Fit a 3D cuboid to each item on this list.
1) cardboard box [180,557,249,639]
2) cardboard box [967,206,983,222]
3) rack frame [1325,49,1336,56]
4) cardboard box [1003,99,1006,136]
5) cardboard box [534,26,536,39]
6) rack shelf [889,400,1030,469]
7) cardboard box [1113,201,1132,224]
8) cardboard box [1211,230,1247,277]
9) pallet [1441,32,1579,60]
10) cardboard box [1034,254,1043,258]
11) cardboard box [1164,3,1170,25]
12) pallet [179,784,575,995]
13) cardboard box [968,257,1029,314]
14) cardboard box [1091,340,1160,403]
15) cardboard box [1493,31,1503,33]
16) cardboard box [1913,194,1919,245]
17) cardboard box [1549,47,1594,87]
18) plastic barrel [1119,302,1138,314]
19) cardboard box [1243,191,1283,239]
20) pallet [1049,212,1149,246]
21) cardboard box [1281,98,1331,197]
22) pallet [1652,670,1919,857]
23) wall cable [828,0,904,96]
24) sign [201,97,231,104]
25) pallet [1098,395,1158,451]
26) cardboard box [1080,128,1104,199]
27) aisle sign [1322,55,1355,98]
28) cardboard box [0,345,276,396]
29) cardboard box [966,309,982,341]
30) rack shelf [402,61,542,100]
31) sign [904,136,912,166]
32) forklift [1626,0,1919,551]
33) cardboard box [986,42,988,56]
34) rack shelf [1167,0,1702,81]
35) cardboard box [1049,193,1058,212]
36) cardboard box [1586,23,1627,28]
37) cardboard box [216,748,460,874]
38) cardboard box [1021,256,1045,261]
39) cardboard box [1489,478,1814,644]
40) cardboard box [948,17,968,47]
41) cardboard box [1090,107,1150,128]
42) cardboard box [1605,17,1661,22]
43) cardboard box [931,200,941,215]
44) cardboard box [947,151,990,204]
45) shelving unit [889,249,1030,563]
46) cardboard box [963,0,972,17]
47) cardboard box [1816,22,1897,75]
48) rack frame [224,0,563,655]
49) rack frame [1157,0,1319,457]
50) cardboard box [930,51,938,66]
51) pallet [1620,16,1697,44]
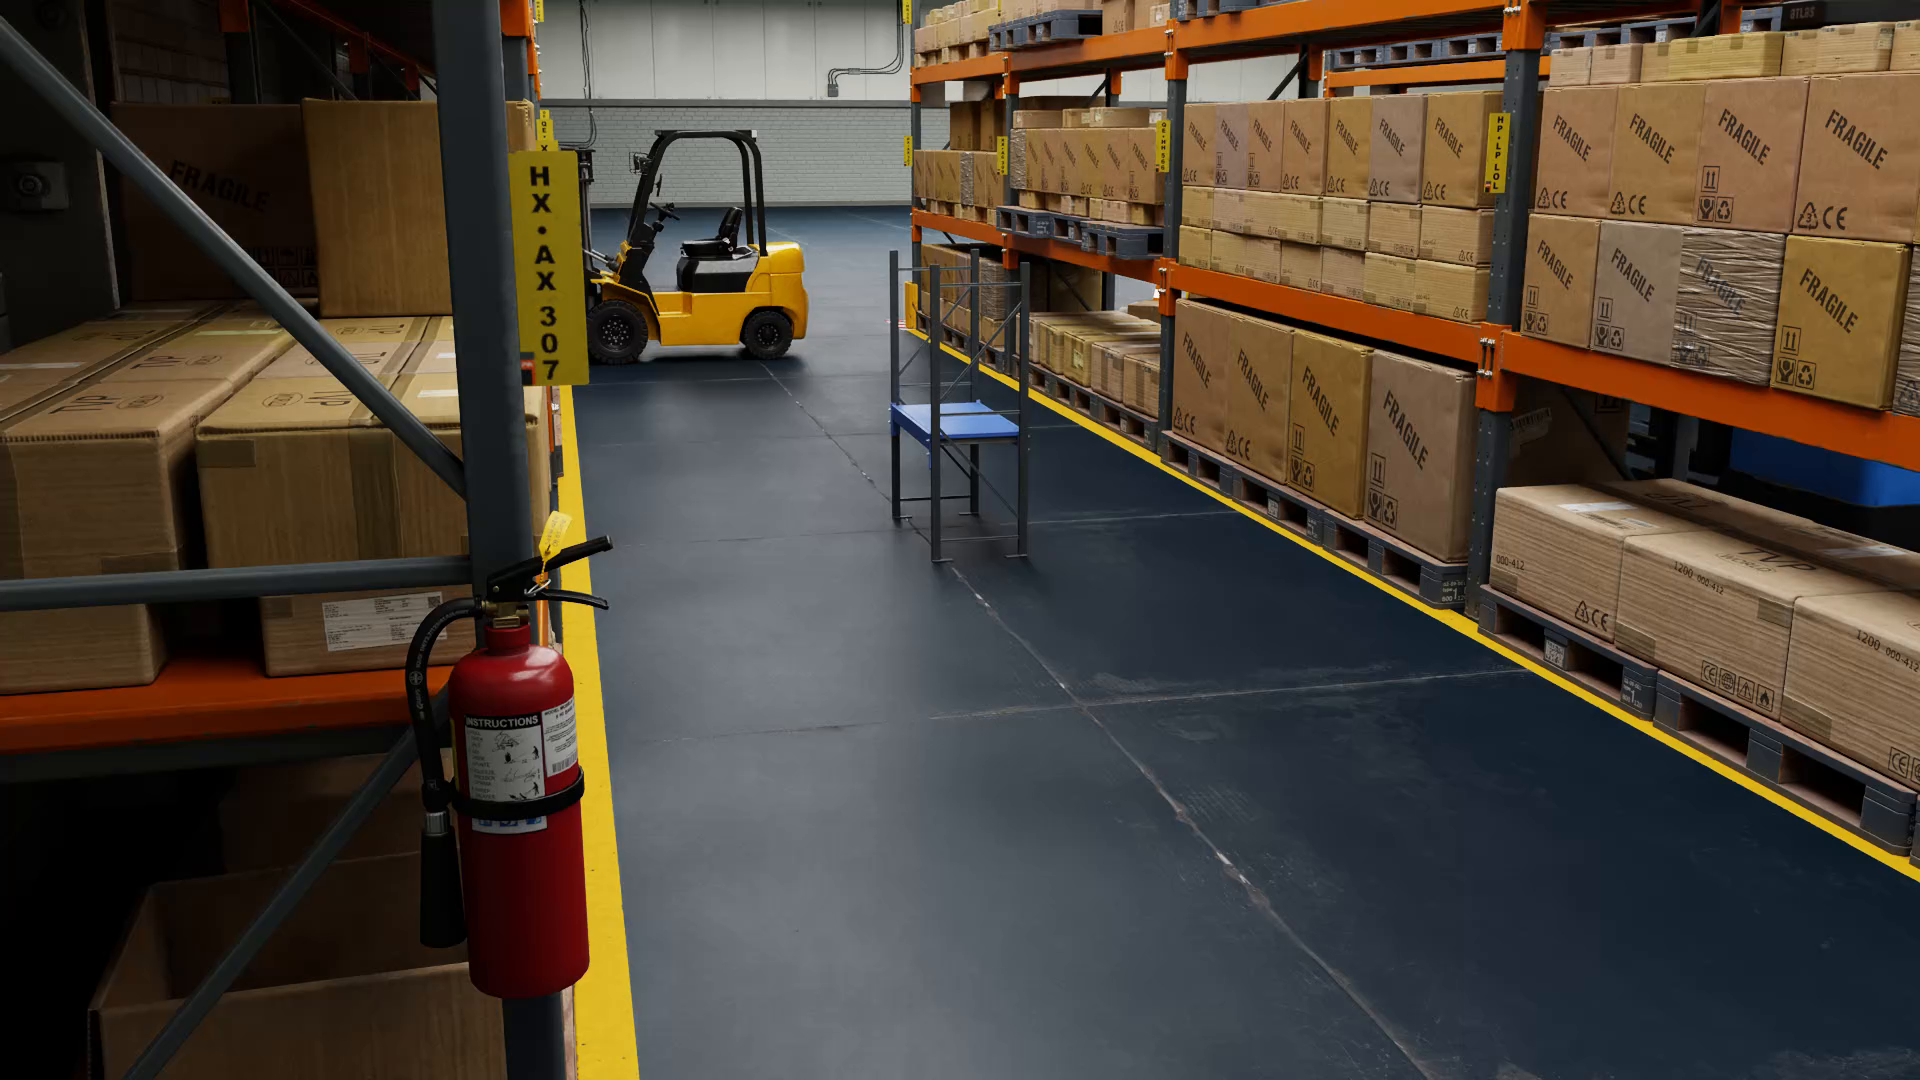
[{"bbox_3d":[-1.445,0.071,2.845,0.380,0.149,0.250,-3,14,-12],"label":"cardboard box"},{"bbox_3d":[0.286,-3.143,15.999,0.380,0.149,0.250,-3,14,-14],"label":"cardboard box"},{"bbox_3d":[4.748,-7.109,19.066,1.000,3.000,0.127,-3,14,-13],"label":"rack frame"},{"bbox_3d":[0.816,-4.002,16.043,0.700,0.500,0.500,-4,14,-14],"label":"cardboard box"},{"bbox_3d":[-4.523,-5.288,16.626,0.500,0.500,0.500,-3,14,-11],"label":"cardboard box"},{"bbox_3d":[-0.020,-0.574,8.872,0.538,0.185,1.000,-3,14,-13],"label":"rack shelf"},{"bbox_3d":[1.297,-2.308,11.699,0.380,0.149,0.250,-3,14,-14],"label":"cardboard box"},{"bbox_3d":[1.847,-1.733,10.017,0.500,0.250,0.500,-4,14,-15],"label":"cardboard box"},{"bbox_3d":[5.505,-4.876,16.431,1.003,0.211,1.213,-3,14,-13],"label":"pallet"},{"bbox_3d":[0.930,-2.823,16.122,0.380,0.149,0.250,-3,14,-11],"label":"cardboard box"},{"bbox_3d":[1.560,-3.446,10.923,0.380,0.149,0.250,-3,14,-13],"label":"cardboard box"},{"bbox_3d":[-1.596,0.945,4.614,1.003,0.211,1.213,-3,14,-13],"label":"pallet"},{"bbox_3d":[0.378,-2.445,15.941,0.500,0.500,0.500,-3,14,-12],"label":"cardboard box"},{"bbox_3d":[1.534,-1.279,12.492,0.950,0.372,0.625,-4,14,-14],"label":"cardboard box"},{"bbox_3d":[5.291,-4.926,15.884,0.380,0.149,0.250,-3,14,-13],"label":"cardboard box"},{"bbox_3d":[3.108,-1.070,4.670,0.500,0.500,0.500,-3,14,-13],"label":"cardboard box"},{"bbox_3d":[2.600,-1.890,6.658,0.380,0.149,0.250,-3,14,-14],"label":"cardboard box"},{"bbox_3d":[1.916,-2.252,17.254,0.512,0.421,0.421,7,15,26],"label":"plastic barrel"},{"bbox_3d":[1.943,-1.855,9.461,0.500,0.250,0.500,-3,14,-13],"label":"cardboard box"},{"bbox_3d":[1.334,-2.412,12.882,1.003,0.211,1.213,-3,14,-13],"label":"pallet"},{"bbox_3d":[2.064,-2.107,8.912,0.500,0.500,0.500,-3,14,-12],"label":"cardboard box"},{"bbox_3d":[3.171,0.689,5.663,1.003,0.211,1.213,-3,14,-13],"label":"pallet"},{"bbox_3d":[-2.797,-16.173,49.001,2.305,6.003,0.169,-3,14,-13],"label":"wall cable"},{"bbox_3d":[-2.585,-1.381,5.819,0.100,0.325,0.005,-3,14,-13],"label":"sign"},{"bbox_3d":[1.656,-0.876,12.069,1.003,0.211,1.213,-3,14,-13],"label":"pallet"},{"bbox_3d":[1.210,-2.772,12.230,0.500,0.500,0.500,-4,14,-17],"label":"cardboard box"},{"bbox_3d":[4.439,-5.458,19.468,0.394,0.787,0.004,-3,14,-13],"label":"aisle sign"},{"bbox_3d":[-1.592,-0.209,3.153,0.500,0.250,0.500,-3,14,-13],"label":"cardboard box"},{"bbox_3d":[0.364,-2.085,16.050,0.500,0.250,0.500,-4,14,-15],"label":"cardboard box"},{"bbox_3d":[-4.395,-4.265,15.258,1.077,0.370,4.000,-3,14,-13],"label":"rack shelf"},{"bbox_3d":[-0.568,-4.286,18.327,0.100,0.325,0.005,-3,14,-13],"label":"sign"},{"bbox_3d":[4.692,-1.659,9.543,1.130,2.935,3.031,-3,14,-12],"label":"forklift"},{"bbox_3d":[0.458,-4.546,15.423,0.380,0.149,0.250,-4,14,-15],"label":"cardboard box"},{"bbox_3d":[2.308,-2.697,8.840,1.077,0.370,4.000,-3,14,-13],"label":"rack shelf"},{"bbox_3d":[0.933,-2.729,13.422,0.380,0.149,0.250,-3,14,-12],"label":"cardboard box"},{"bbox_3d":[6.008,-4.755,14.971,0.500,0.250,0.500,-3,14,-13],"label":"cardboard box"},{"bbox_3d":[-1.321,0.737,3.971,0.700,0.500,0.500,-3,14,-11],"label":"cardboard box"},{"bbox_3d":[0.886,-2.480,16.085,0.500,0.500,0.500,-3,14,-11],"label":"cardboard box"},{"bbox_3d":[2.821,0.064,6.859,0.875,0.438,0.875,-3,14,-14],"label":"cardboard box"},{"bbox_3d":[0.174,-4.940,16.196,0.500,0.250,0.500,-3,14,-12],"label":"cardboard box"},{"bbox_3d":[1.180,-3.124,12.306,0.380,0.149,0.250,-4,14,-16],"label":"cardboard box"},{"bbox_3d":[5.763,-4.522,14.231,0.380,0.149,0.250,-3,14,-13],"label":"cardboard box"},{"bbox_3d":[-0.090,-3.500,17.461,0.380,0.149,0.250,-3,14,-12],"label":"cardboard box"},{"bbox_3d":[0.174,-3.611,16.548,0.500,0.500,0.500,-4,14,-14],"label":"cardboard box"},{"bbox_3d":[-0.020,-0.748,8.830,0.538,1.500,1.048,-3,14,-13],"label":"shelving unit"},{"bbox_3d":[0.242,-5.052,15.815,0.380,0.149,0.250,-3,14,-13],"label":"cardboard box"},{"bbox_3d":[2.939,-1.537,5.215,0.380,0.149,0.250,-3,14,-13],"label":"cardboard box"},{"bbox_3d":[-2.046,-0.850,6.086,1.000,3.000,0.127,-3,14,-13],"label":"rack frame"},{"bbox_3d":[1.839,-2.050,10.999,1.000,3.000,0.127,-3,14,-13],"label":"rack frame"},{"bbox_3d":[-0.100,-5.018,17.354,0.380,0.149,0.250,-3,14,-12],"label":"cardboard box"},{"bbox_3d":[6.158,-4.118,13.542,1.003,0.211,1.213,-3,14,-11],"label":"pallet"}]
